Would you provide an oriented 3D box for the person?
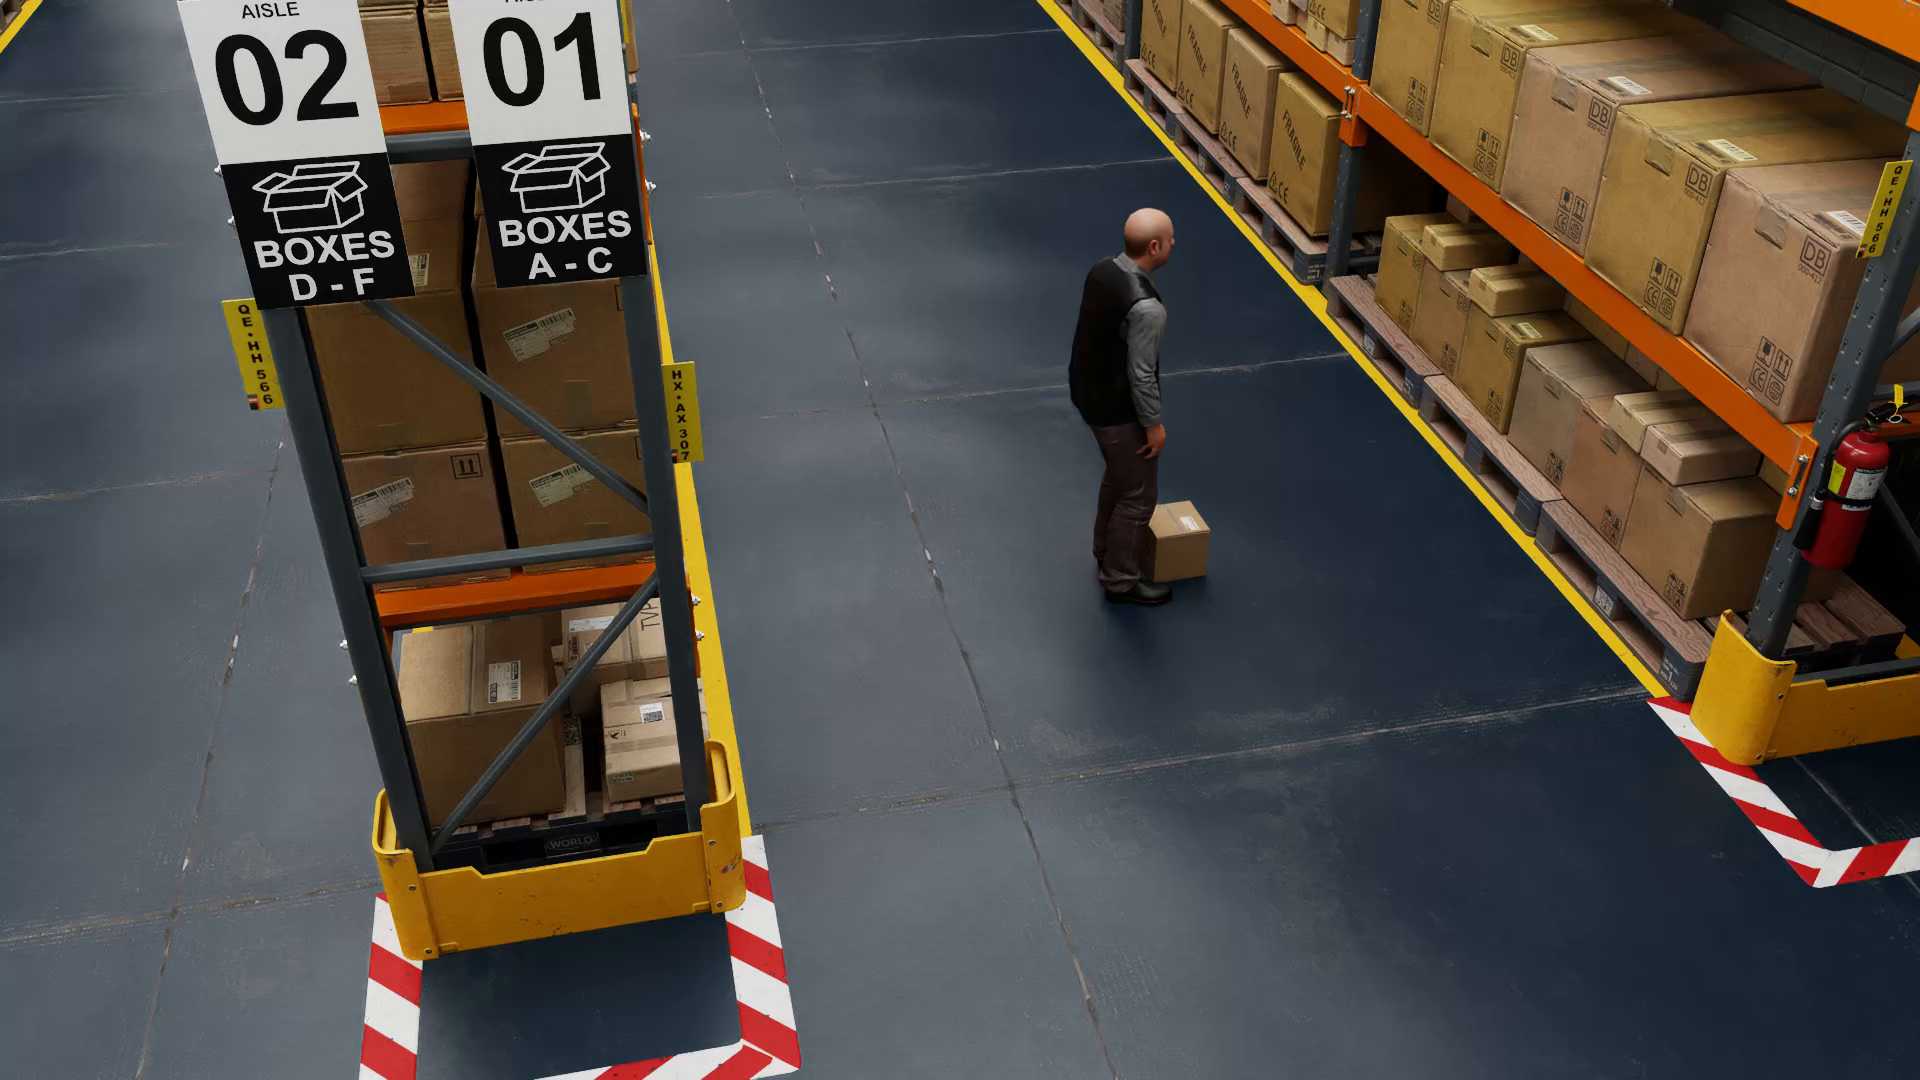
[{"bbox_3d":[0.701,-0.568,7.002,0.474,1.720,0.592,-9,35,-13],"label":"person"}]
